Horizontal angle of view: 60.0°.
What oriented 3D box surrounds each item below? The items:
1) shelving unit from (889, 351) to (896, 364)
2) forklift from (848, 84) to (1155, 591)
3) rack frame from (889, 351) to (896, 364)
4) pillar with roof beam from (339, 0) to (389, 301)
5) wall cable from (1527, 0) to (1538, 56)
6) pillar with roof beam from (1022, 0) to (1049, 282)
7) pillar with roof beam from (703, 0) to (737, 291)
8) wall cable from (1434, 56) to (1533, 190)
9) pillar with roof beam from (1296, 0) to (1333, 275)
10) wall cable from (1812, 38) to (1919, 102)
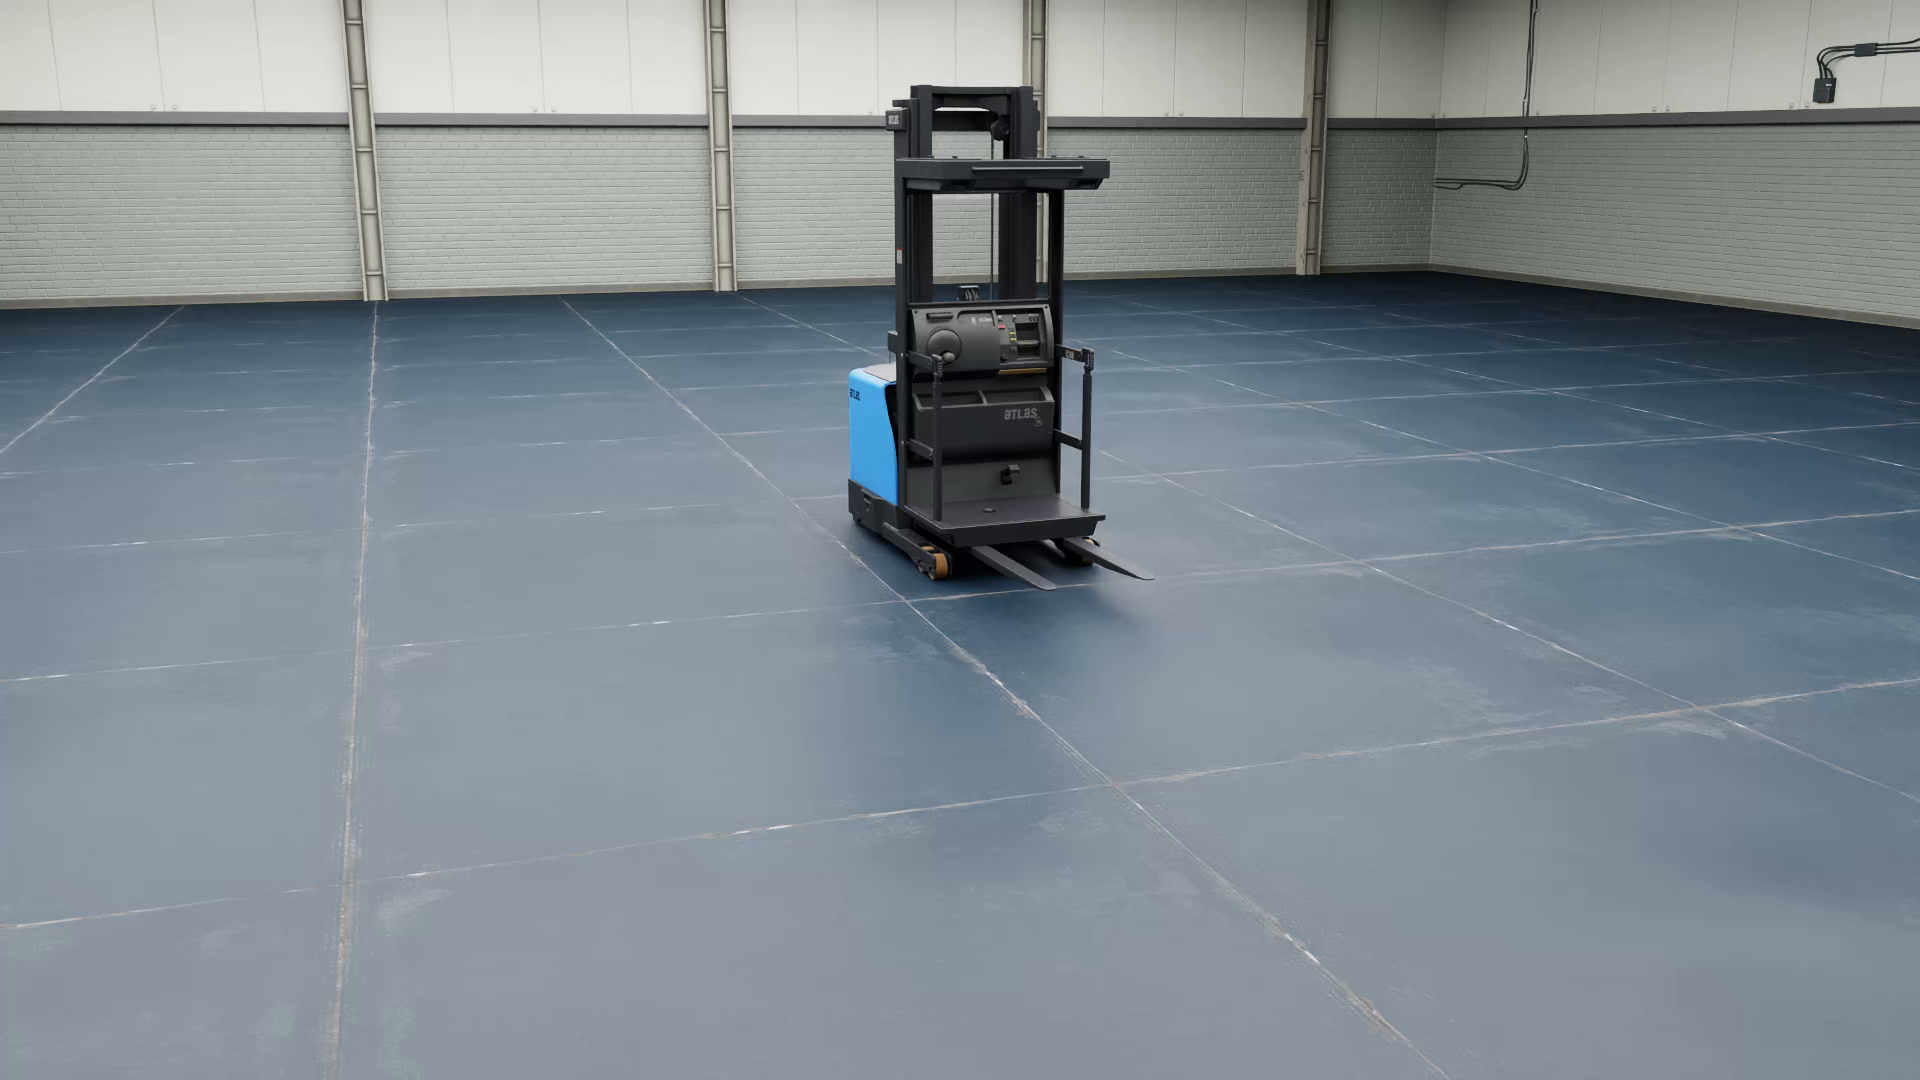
[{"bbox_3d":[-0.374,-0.808,11.949,0.189,1.200,0.258,-6,14,-22],"label":"shelving unit"},{"bbox_3d":[0.227,-1.292,10.240,1.130,2.935,3.031,-5,14,-21],"label":"forklift"},{"bbox_3d":[-0.458,-0.800,11.914,0.006,1.200,0.240,-6,14,-22],"label":"rack frame"},{"bbox_3d":[-8.589,-7.534,23.370,0.400,9.000,9.100,-4,14,-18],"label":"pillar with roof beam"},{"bbox_3d":[11.174,-10.087,29.900,0.112,2.526,3.097,-4,14,-18],"label":"wall cable"},{"bbox_3d":[2.784,-8.420,27.093,0.400,9.000,9.100,-4,14,-18],"label":"pillar with roof beam"},{"bbox_3d":[-2.903,-7.977,25.231,0.400,9.000,9.100,-4,14,-18],"label":"pillar with roof beam"},{"bbox_3d":[10.312,-8.223,32.978,0.112,2.526,3.097,-4,14,-18],"label":"wall cable"},{"bbox_3d":[8.471,-8.862,28.955,0.400,9.000,9.100,-4,14,-18],"label":"pillar with roof beam"},{"bbox_3d":[13.324,-9.305,23.467,0.169,6.003,2.305,-4,14,-18],"label":"wall cable"}]
